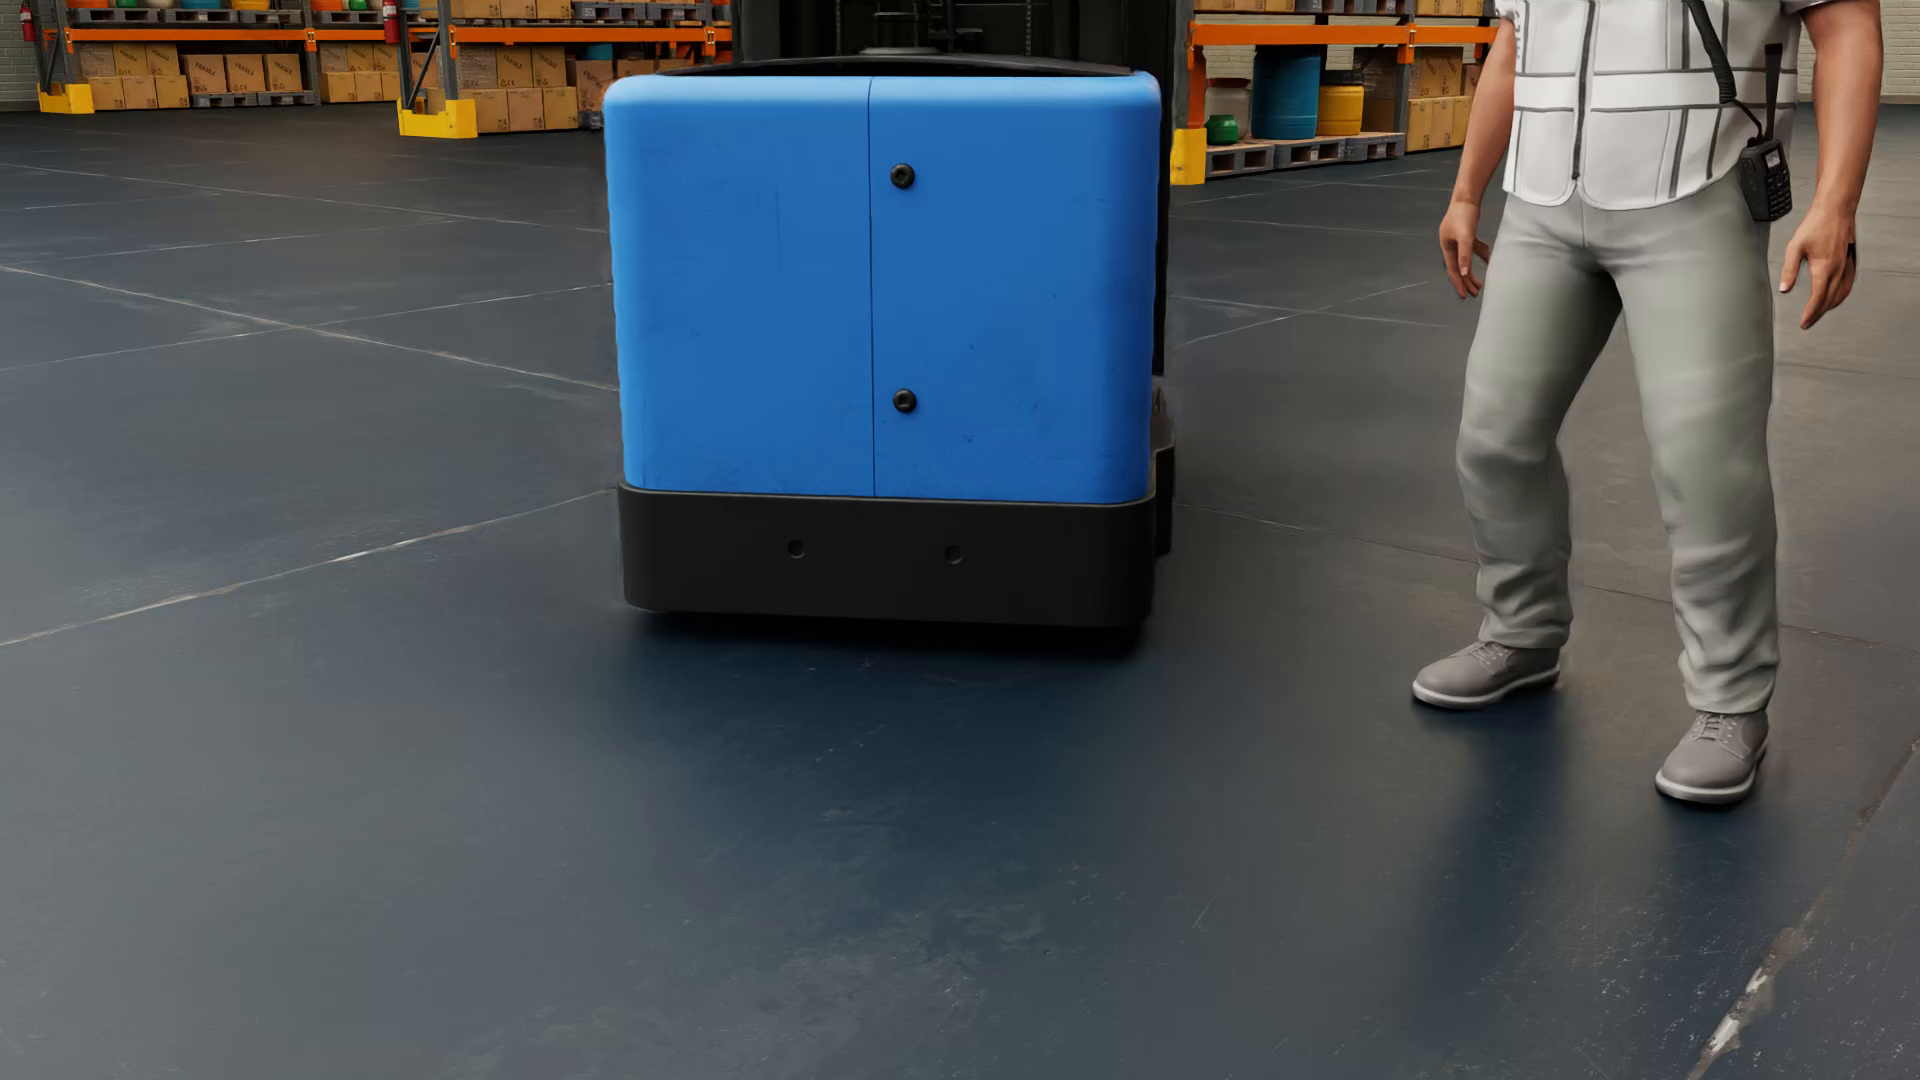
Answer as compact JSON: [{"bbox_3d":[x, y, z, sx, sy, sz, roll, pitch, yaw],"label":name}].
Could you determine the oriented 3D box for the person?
[{"bbox_3d":[1.080,-0.524,2.677,0.445,1.737,0.735,-14,22,-39],"label":"person"}]

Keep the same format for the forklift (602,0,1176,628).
[{"bbox_3d":[0.010,-1.618,4.225,1.130,2.935,3.031,2,17,6],"label":"forklift"}]
